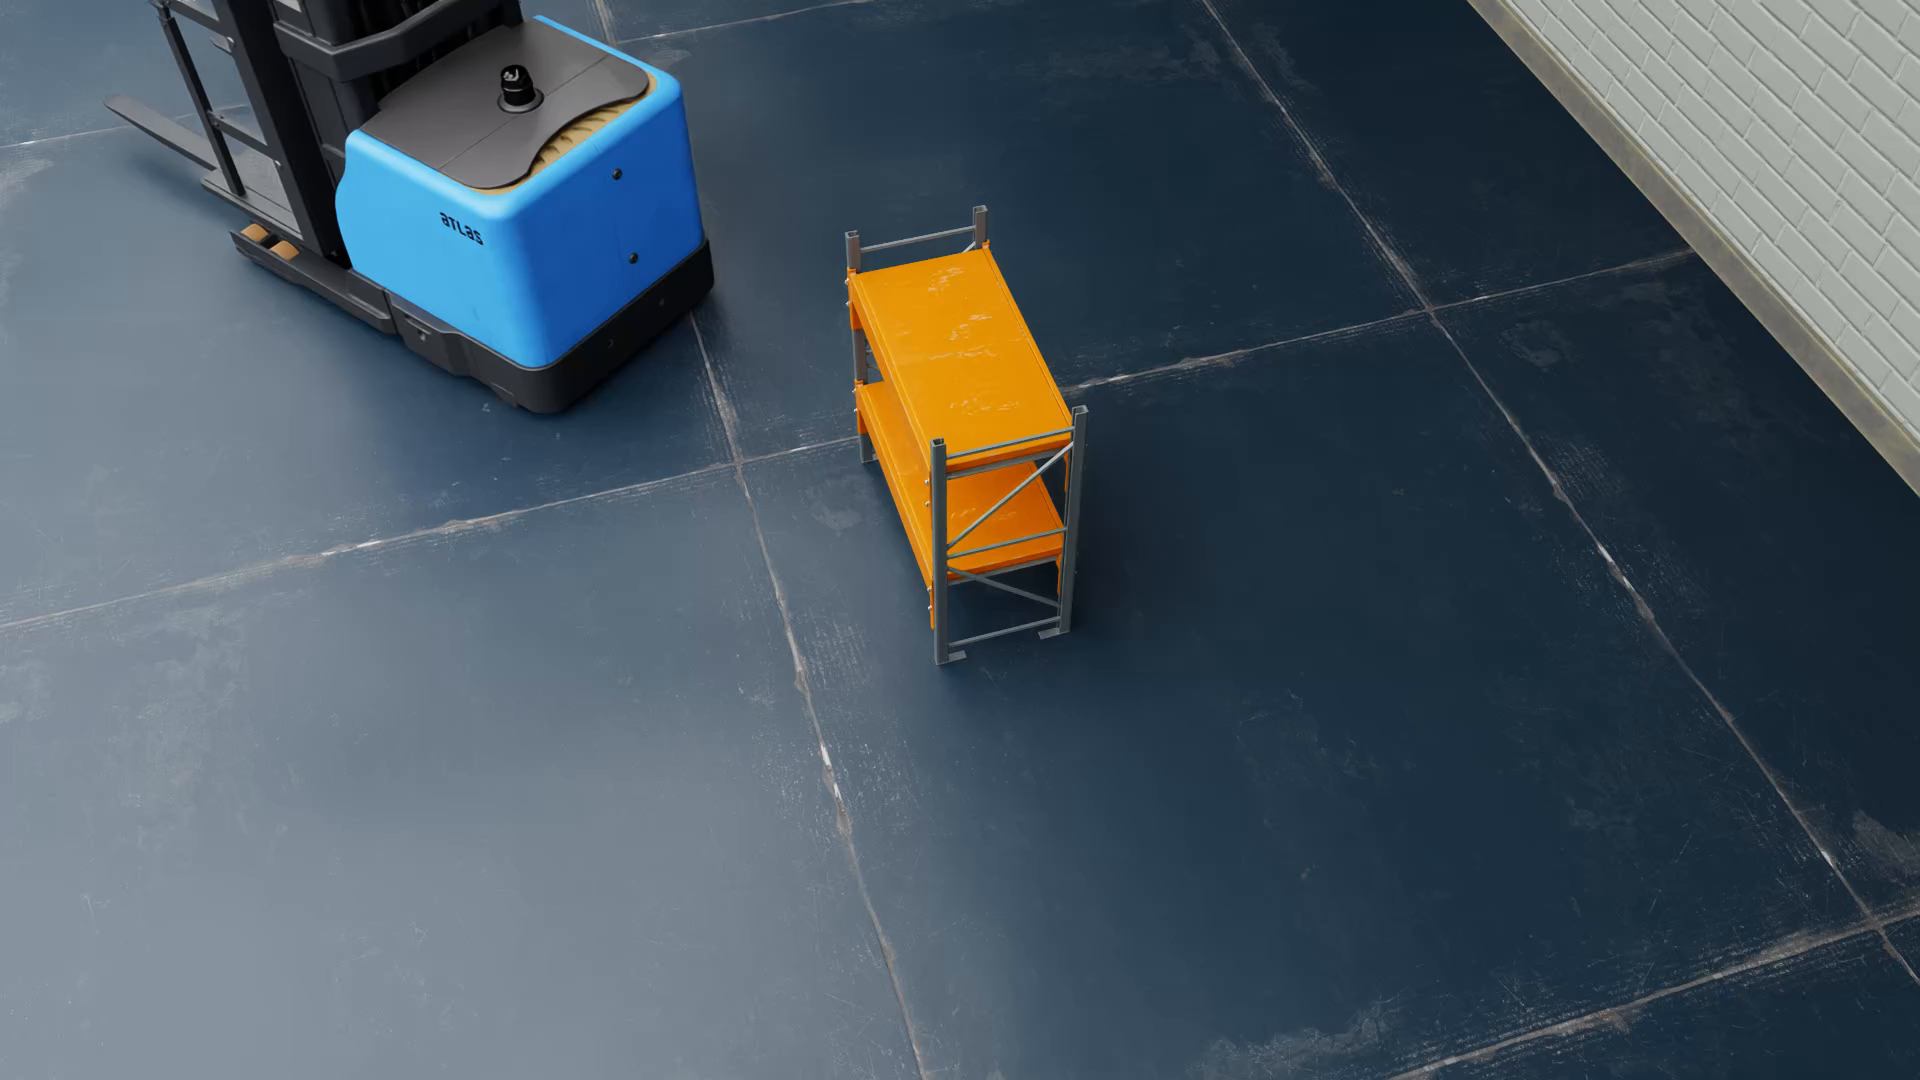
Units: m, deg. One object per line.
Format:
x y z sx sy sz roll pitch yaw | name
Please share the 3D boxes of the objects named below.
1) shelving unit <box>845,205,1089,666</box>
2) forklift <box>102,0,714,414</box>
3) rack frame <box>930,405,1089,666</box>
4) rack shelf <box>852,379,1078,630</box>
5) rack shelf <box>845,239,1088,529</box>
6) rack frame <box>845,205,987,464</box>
0.002 -0.358 5.816 0.538 1.125 1.048 -13 51 -11 | shelving unit
-2.539 -2.367 6.328 3.031 2.935 1.130 29 56 22 | forklift
0.152 0.014 5.503 0.500 1.125 0.032 -13 51 -11 | rack frame
0.002 -0.200 6.003 0.538 0.278 1.000 -13 51 -11 | rack shelf
0.002 -0.546 5.592 0.538 0.278 1.000 -13 51 -11 | rack shelf
-0.148 -0.729 6.129 0.500 1.125 0.032 -13 51 -11 | rack frame
